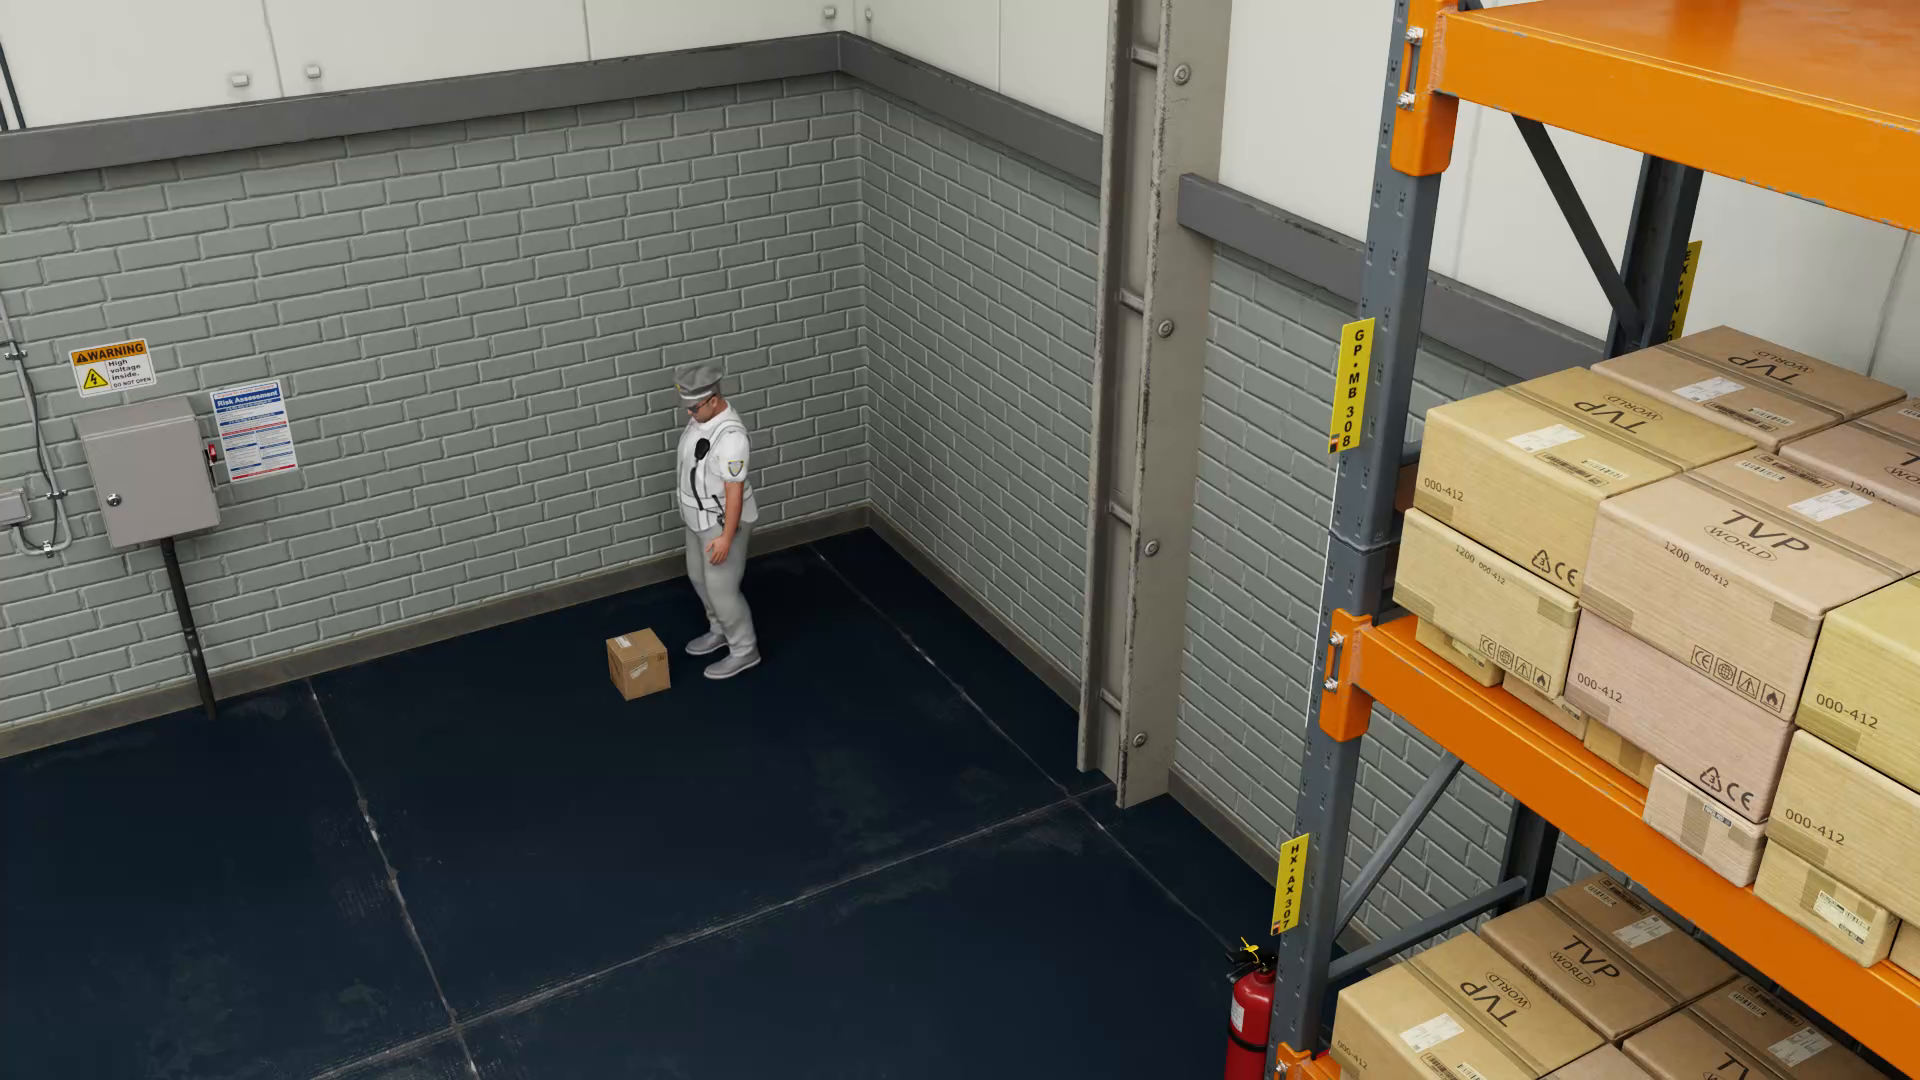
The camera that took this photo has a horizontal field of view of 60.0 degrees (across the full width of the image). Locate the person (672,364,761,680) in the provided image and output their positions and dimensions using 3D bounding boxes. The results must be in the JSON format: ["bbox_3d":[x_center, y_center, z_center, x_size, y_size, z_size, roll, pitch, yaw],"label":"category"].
[{"bbox_3d":[-1.274,-0.099,8.761,0.385,1.735,0.534,-15,32,-25],"label":"person"}]
